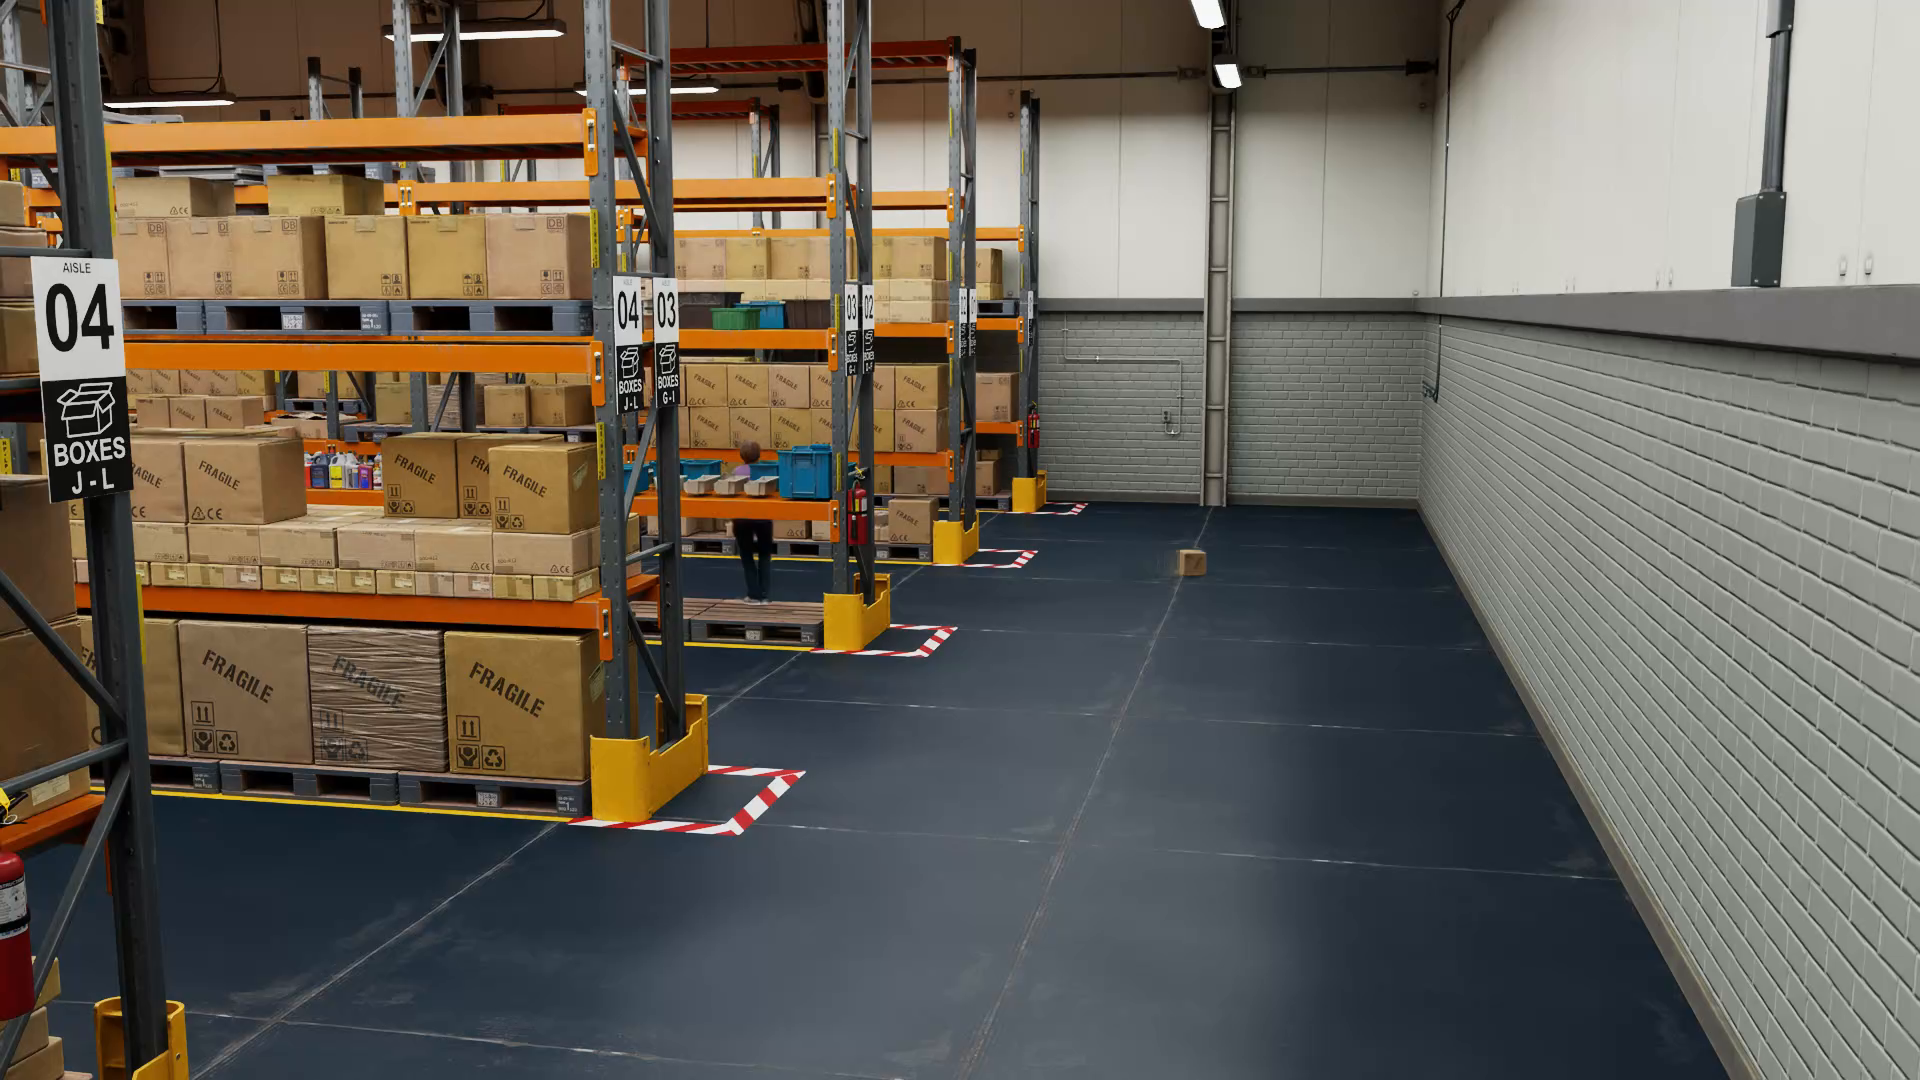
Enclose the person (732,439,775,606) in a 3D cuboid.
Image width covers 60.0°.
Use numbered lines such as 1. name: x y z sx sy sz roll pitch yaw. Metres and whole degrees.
1. person: -1.934 -0.143 15.597 0.431 1.548 0.310 -2 8 -13
